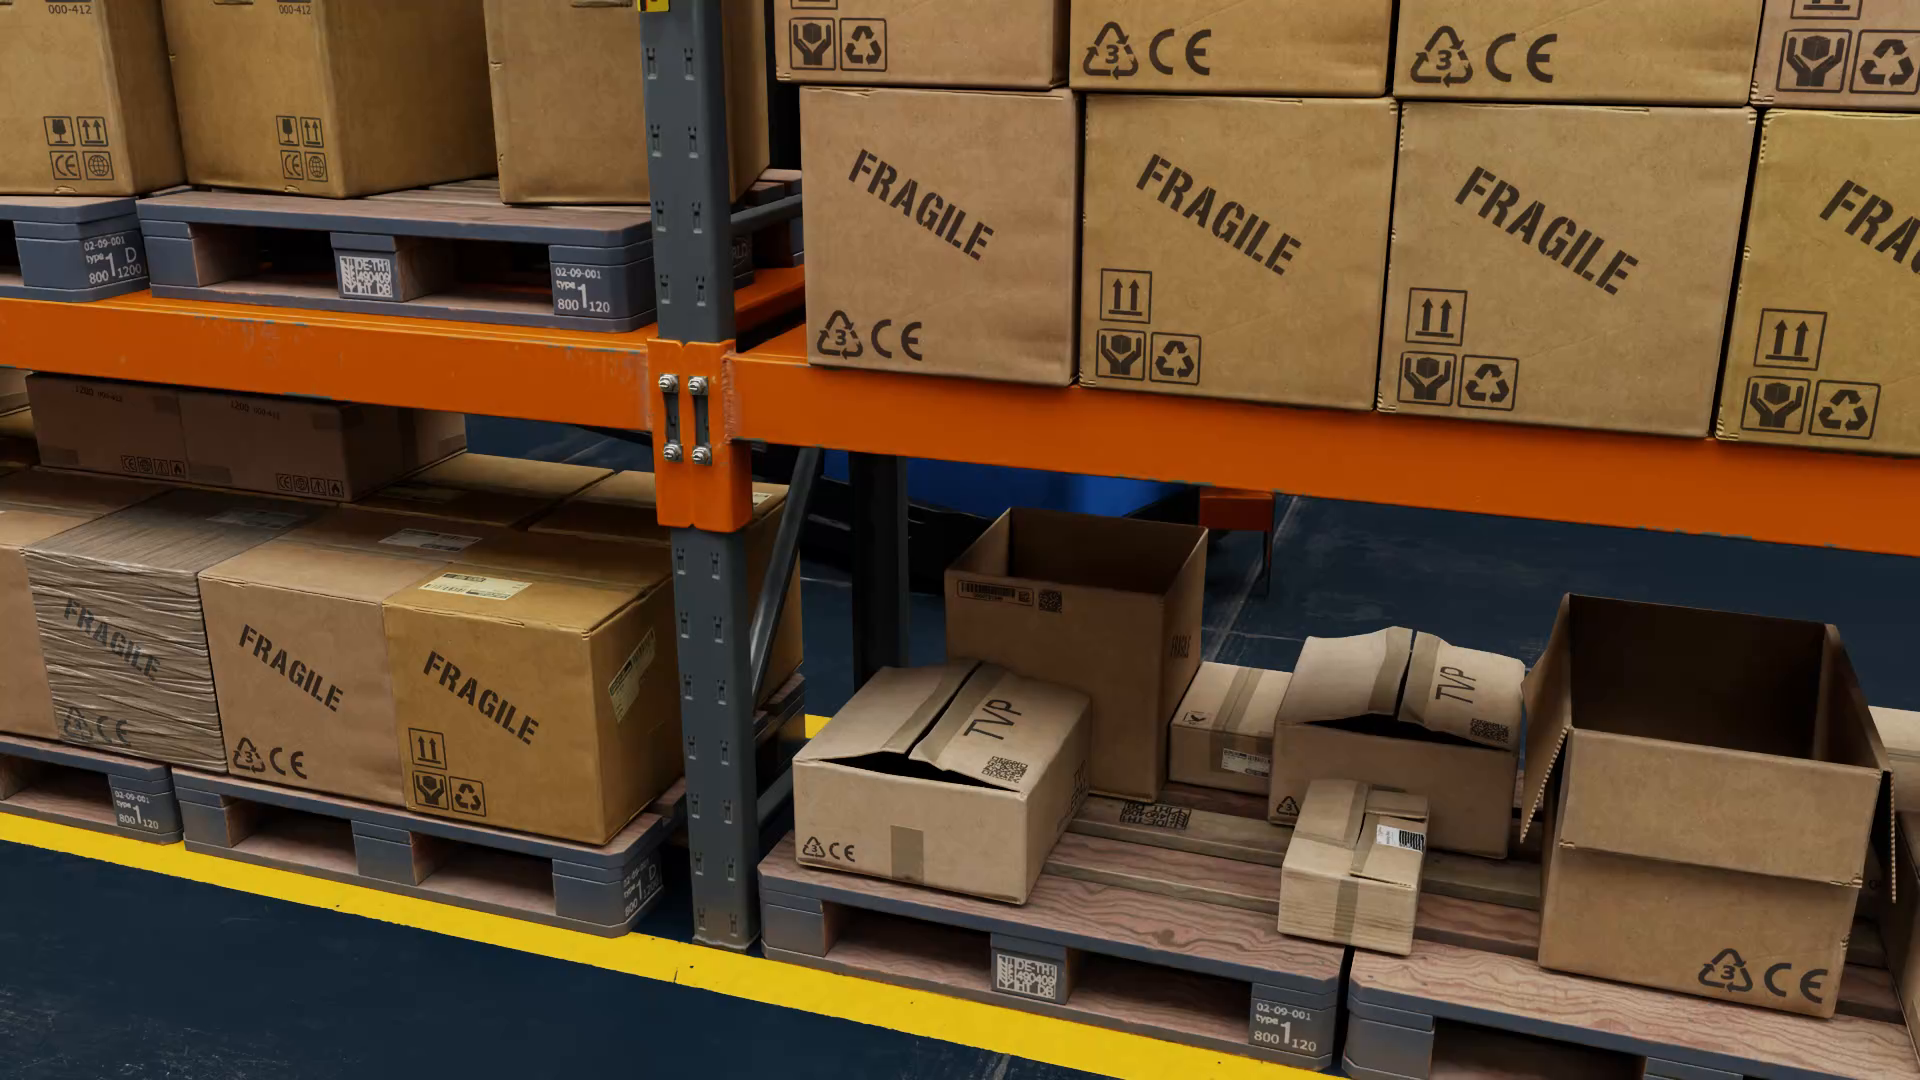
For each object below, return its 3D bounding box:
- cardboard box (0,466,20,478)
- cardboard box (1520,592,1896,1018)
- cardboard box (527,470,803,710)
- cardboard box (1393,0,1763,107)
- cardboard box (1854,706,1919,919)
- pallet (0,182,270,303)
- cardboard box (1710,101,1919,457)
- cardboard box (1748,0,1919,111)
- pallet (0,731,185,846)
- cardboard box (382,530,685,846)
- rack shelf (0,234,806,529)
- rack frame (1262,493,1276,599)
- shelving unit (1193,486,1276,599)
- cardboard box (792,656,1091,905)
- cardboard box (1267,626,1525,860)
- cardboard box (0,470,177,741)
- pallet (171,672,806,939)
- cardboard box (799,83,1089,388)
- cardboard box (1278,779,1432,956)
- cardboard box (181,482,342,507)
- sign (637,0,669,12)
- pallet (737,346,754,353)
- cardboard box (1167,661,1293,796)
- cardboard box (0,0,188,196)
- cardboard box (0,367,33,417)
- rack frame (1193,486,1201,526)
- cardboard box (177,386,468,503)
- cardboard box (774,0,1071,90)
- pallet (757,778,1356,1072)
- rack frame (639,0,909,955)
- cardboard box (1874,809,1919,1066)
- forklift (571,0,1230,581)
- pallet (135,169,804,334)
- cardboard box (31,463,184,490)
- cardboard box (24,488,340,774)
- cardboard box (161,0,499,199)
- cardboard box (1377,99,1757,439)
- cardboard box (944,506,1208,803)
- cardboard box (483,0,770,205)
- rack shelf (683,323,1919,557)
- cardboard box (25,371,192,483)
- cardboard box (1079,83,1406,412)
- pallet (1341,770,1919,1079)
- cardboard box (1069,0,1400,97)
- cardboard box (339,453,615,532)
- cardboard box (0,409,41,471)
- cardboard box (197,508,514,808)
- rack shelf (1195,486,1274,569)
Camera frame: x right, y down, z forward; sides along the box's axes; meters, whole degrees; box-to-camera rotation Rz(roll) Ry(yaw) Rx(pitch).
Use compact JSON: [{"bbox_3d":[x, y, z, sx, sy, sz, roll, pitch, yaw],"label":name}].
[{"bbox_3d":[-2.825,0.094,4.377,0.500,0.500,0.500,6,20,17],"label":"cardboard box"},{"bbox_3d":[1.425,0.478,3.273,0.637,0.503,0.797,7,20,18],"label":"cardboard box"},{"bbox_3d":[-0.729,0.150,4.218,0.500,0.500,0.500,6,20,16],"label":"cardboard box"},{"bbox_3d":[0.974,-0.964,2.615,0.500,0.500,0.500,6,20,16],"label":"cardboard box"},{"bbox_3d":[2.062,0.573,3.384,0.500,0.250,0.500,7,20,18],"label":"cardboard box"},{"bbox_3d":[-2.292,-0.827,4.184,1.213,0.211,1.003,7,20,18],"label":"pallet"},{"bbox_3d":[1.478,-0.439,2.625,0.500,0.500,0.500,6,20,17],"label":"cardboard box"},{"bbox_3d":[1.462,-0.909,2.455,0.500,0.500,0.500,7,20,20],"label":"cardboard box"},{"bbox_3d":[-2.289,0.415,4.566,1.213,0.211,1.003,7,20,18],"label":"pallet"},{"bbox_3d":[-0.912,0.314,3.748,0.500,0.500,0.500,6,20,18],"label":"cardboard box"},{"bbox_3d":[-2.241,-0.571,4.250,4.000,0.370,1.077,7,20,18],"label":"rack shelf"},{"bbox_3d":[1.032,-0.333,5.436,0.008,1.050,0.200,2,19,5],"label":"rack frame"},{"bbox_3d":[0.911,-0.337,5.446,0.252,1.050,0.215,2,19,5],"label":"shelving unit"},{"bbox_3d":[-0.026,0.480,3.559,0.500,0.311,0.500,7,20,18],"label":"cardboard box"},{"bbox_3d":[0.988,0.422,3.726,0.500,0.311,0.500,7,20,18],"label":"cardboard box"},{"bbox_3d":[-2.331,0.149,4.220,0.500,0.500,0.500,6,20,16],"label":"cardboard box"},{"bbox_3d":[-1.132,0.546,4.189,1.213,0.211,1.003,7,20,18],"label":"pallet"},{"bbox_3d":[0.040,-0.602,3.094,0.500,0.500,0.500,7,20,19],"label":"cardboard box"},{"bbox_3d":[0.794,0.638,3.324,0.250,0.166,0.380,7,20,18],"label":"cardboard box"},{"bbox_3d":[-1.706,0.039,4.535,0.500,0.500,0.500,7,20,19],"label":"cardboard box"},{"bbox_3d":[-0.530,-1.068,2.825,0.005,0.325,0.100,7,20,18],"label":"sign"},{"bbox_3d":[-0.639,-1.110,8.939,1.213,0.211,1.003,7,20,18],"label":"pallet"},{"bbox_3d":[0.654,0.439,3.922,0.250,0.149,0.380,7,20,18],"label":"cardboard box"},{"bbox_3d":[-2.041,-1.112,3.919,0.500,0.500,0.700,1,19,4],"label":"cardboard box"},{"bbox_3d":[-3.115,-0.475,4.873,0.500,0.250,0.500,7,21,20],"label":"cardboard box"},{"bbox_3d":[0.789,-0.341,5.456,0.008,1.050,0.200,2,19,5],"label":"rack frame"},{"bbox_3d":[-1.673,-0.312,4.405,0.500,0.250,0.500,7,20,18],"label":"cardboard box"},{"bbox_3d":[0.001,-1.076,2.934,0.500,0.500,0.500,7,20,19],"label":"cardboard box"},{"bbox_3d":[0.297,0.697,3.757,1.213,0.211,1.003,7,20,18],"label":"pallet"},{"bbox_3d":[-0.352,-0.695,3.512,0.127,3.000,1.000,7,20,18],"label":"rack frame"},{"bbox_3d":[1.945,0.734,2.922,0.500,0.250,0.500,7,20,18],"label":"cardboard box"},{"bbox_3d":[-0.498,-1.536,6.030,3.031,2.935,1.130,15,24,37],"label":"forklift"},{"bbox_3d":[-1.071,-0.724,3.888,1.213,0.211,1.003,7,20,18],"label":"pallet"},{"bbox_3d":[-2.183,-0.015,4.692,0.500,0.500,0.500,6,20,16],"label":"cardboard box"},{"bbox_3d":[-1.850,0.203,4.065,0.500,0.500,0.500,7,20,19],"label":"cardboard box"},{"bbox_3d":[-1.396,-1.115,3.929,0.500,0.500,0.700,10,22,27],"label":"cardboard box"},{"bbox_3d":[0.997,-0.493,2.782,0.500,0.500,0.500,6,20,18],"label":"cardboard box"},{"bbox_3d":[0.280,0.251,3.927,0.500,0.500,0.500,7,20,18],"label":"cardboard box"},{"bbox_3d":[-0.726,-1.061,3.773,0.500,0.500,0.700,0,19,0],"label":"cardboard box"},{"bbox_3d":[1.538,-0.139,3.010,4.000,0.370,1.077,7,20,18],"label":"rack shelf"},{"bbox_3d":[-2.147,-0.366,4.560,0.500,0.250,0.500,6,20,17],"label":"cardboard box"},{"bbox_3d":[0.525,-0.548,2.939,0.500,0.500,0.500,7,20,19],"label":"cardboard box"},{"bbox_3d":[1.453,0.828,3.381,1.213,0.211,1.003,7,20,18],"label":"pallet"},{"bbox_3d":[0.489,-1.020,2.774,0.500,0.500,0.500,6,20,16],"label":"cardboard box"},{"bbox_3d":[-1.236,0.096,4.373,0.500,0.500,0.500,7,20,19],"label":"cardboard box"},{"bbox_3d":[-2.681,-0.070,4.849,0.500,0.500,0.500,6,20,16],"label":"cardboard box"},{"bbox_3d":[-1.376,0.258,3.909,0.500,0.500,0.500,7,20,18],"label":"cardboard box"},{"bbox_3d":[0.909,-0.065,5.541,0.240,0.259,0.215,2,19,5],"label":"rack shelf"}]
